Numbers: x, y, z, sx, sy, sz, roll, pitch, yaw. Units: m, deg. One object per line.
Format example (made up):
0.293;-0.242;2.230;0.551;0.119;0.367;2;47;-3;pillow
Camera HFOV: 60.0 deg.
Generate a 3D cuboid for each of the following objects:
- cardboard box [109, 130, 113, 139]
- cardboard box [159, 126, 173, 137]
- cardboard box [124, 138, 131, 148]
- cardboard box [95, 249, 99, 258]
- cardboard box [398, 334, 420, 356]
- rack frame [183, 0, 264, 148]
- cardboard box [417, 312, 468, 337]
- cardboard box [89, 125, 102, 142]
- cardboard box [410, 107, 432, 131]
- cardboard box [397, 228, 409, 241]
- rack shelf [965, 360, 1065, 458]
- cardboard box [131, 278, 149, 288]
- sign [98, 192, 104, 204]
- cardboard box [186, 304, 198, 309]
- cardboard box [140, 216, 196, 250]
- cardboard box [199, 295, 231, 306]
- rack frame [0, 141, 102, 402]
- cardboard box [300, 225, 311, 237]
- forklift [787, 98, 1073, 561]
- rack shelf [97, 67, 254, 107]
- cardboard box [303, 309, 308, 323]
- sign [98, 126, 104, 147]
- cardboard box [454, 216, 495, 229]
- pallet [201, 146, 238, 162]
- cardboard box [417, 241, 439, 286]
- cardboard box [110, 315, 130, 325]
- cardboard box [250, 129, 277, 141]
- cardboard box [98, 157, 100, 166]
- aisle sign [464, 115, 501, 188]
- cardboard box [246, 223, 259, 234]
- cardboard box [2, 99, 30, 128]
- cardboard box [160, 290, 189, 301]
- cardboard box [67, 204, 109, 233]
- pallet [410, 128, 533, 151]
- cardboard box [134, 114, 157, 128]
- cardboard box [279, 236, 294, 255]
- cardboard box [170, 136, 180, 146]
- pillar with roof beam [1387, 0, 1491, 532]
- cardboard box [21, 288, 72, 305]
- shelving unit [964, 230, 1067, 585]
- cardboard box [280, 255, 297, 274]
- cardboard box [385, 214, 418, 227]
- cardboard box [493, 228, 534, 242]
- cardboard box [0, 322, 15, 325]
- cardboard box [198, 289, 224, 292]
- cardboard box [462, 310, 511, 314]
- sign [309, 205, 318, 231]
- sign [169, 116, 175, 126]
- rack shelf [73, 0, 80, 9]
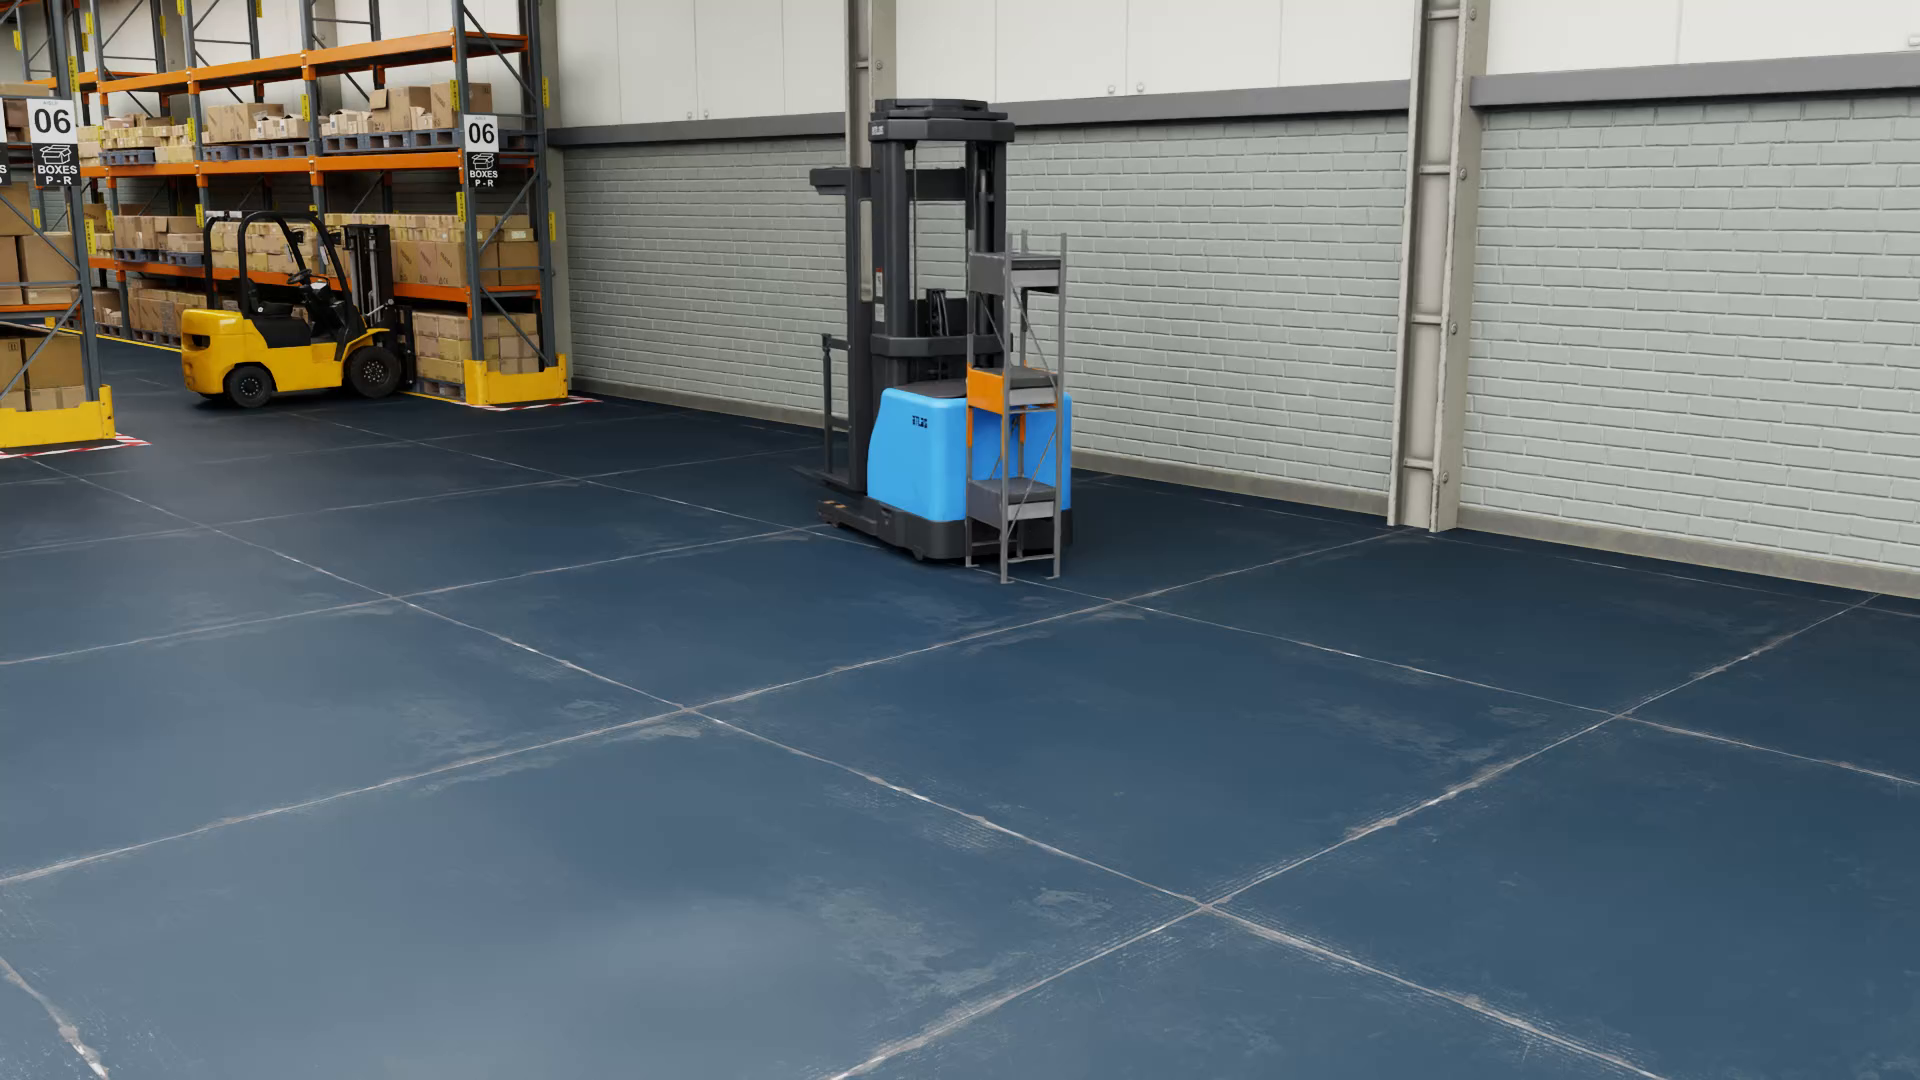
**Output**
-13.308;-6.460;26.497;0.380;0.149;0.250;-11;16;-42;cardboard box
-11.842;-6.162;25.100;0.380;0.149;0.250;-11;16;-44;cardboard box
-12.807;-6.200;25.973;0.380;0.149;0.250;-11;16;-43;cardboard box
-14.389;-4.847;28.128;0.380;0.149;0.250;-10;16;-41;cardboard box
-6.418;-2.374;20.037;0.500;0.250;0.500;-11;16;-44;cardboard box
-10.670;-7.202;24.067;1.000;3.000;0.127;-11;16;-43;rack frame
-6.046;-2.542;19.612;0.500;0.250;0.500;-11;16;-42;cardboard box
-13.955;-6.674;27.332;0.500;0.250;0.500;-11;16;-42;cardboard box
-6.113;-4.870;19.225;0.396;0.266;0.258;-11;16;-42;cardboard box
-6.491;-3.658;19.878;0.380;0.149;0.250;-11;16;-42;cardboard box
0.332;-0.807;10.169;0.431;0.518;0.480;-6;14;-26;rack shelf
-13.333;-4.211;27.227;0.380;0.149;0.250;-11;16;-44;cardboard box
-15.780;-6.227;30.552;0.100;0.325;0.005;-11;16;-43;sign
-11.456;-3.351;25.398;0.500;0.500;0.500;-11;16;-43;cardboard box
-12.361;-4.810;26.036;0.700;0.500;0.500;-11;16;-43;cardboard box
-11.194;-3.599;24.995;0.250;0.149;0.380;11;16;42;cardboard box
-8.733;-2.404;15.645;1.000;3.000;0.127;-11;16;-43;rack frame
-8.496;-4.101;22.026;0.380;0.149;0.250;-11;16;-43;cardboard box
-0.379;-1.558;11.708;1.130;2.935;3.031;-6;13;-26;forklift
-12.051;-6.945;25.597;1.077;0.370;4.000;-11;16;-43;rack shelf
-8.276;-2.797;22.398;0.875;0.625;0.625;-10;15;-40;cardboard box
-13.820;-6.493;26.778;0.100;0.325;0.005;-11;16;-43;sign
-5.545;-3.631;19.011;0.380;0.149;0.250;-11;16;-42;cardboard box
-10.137;-5.554;23.968;1.213;0.211;1.003;-10;15;-40;pallet
-6.027;-3.257;19.540;0.500;0.500;0.500;-10;15;-41;cardboard box
-14.030;-3.697;27.947;0.250;0.149;0.380;11;16;43;cardboard box
-9.419;-5.511;22.629;0.380;0.149;0.250;-11;16;-43;cardboard box
-13.894;-6.205;27.283;0.380;0.149;0.250;-11;16;-43;cardboard box
-5.313;-4.319;18.498;0.394;0.787;0.004;-11;16;-43;aisle sign
-9.764;-4.356;23.264;0.380;0.149;0.250;-10;16;-41;cardboard box
-8.887;-4.056;15.864;0.500;0.250;0.500;-11;16;-44;cardboard box
-12.430;-3.875;26.333;0.380;0.149;0.250;-10;15;-41;cardboard box
-15.040;-5.548;28.683;0.500;0.500;0.500;-10;16;-41;cardboard box
-5.615;-4.629;19.230;1.003;0.211;1.213;-11;16;-43;pallet
-13.172;-6.762;26.934;0.396;0.266;0.258;-11;16;-43;cardboard box
-8.792;-3.961;22.338;0.500;0.250;0.500;11;16;44;cardboard box
-11.620;-5.985;24.979;0.380;0.149;0.250;-11;16;-43;cardboard box
0.199;-3.910;8.090;9.100;9.000;0.400;-11;16;-43;pillar with roof beam
-8.818;-2.359;16.051;0.380;0.149;0.250;-11;16;-42;cardboard box
0.332;-0.820;10.166;0.431;2.100;0.503;-6;14;-26;shelving unit
-8.796;-3.716;22.386;0.500;0.250;0.500;-11;16;-43;cardboard box
-6.770;-3.893;20.283;0.380;0.149;0.250;-11;16;-42;cardboard box
-5.192;-3.548;19.345;0.250;0.149;0.380;11;16;44;cardboard box
-10.540;-2.091;18.041;0.500;0.500;0.500;-11;16;-42;cardboard box
-11.892;-3.909;26.497;0.250;0.149;0.380;11;16;43;cardboard box
-5.688;-2.614;19.959;0.500;0.250;0.500;-11;16;-42;cardboard box
-8.294;-4.131;21.356;0.100;0.325;0.005;-11;16;-43;sign
-13.034;-6.840;27.489;0.100;0.325;0.005;-11;16;-43;sign
-14.814;-9.353;28.054;1.077;0.370;4.000;-11;16;-43;rack shelf
